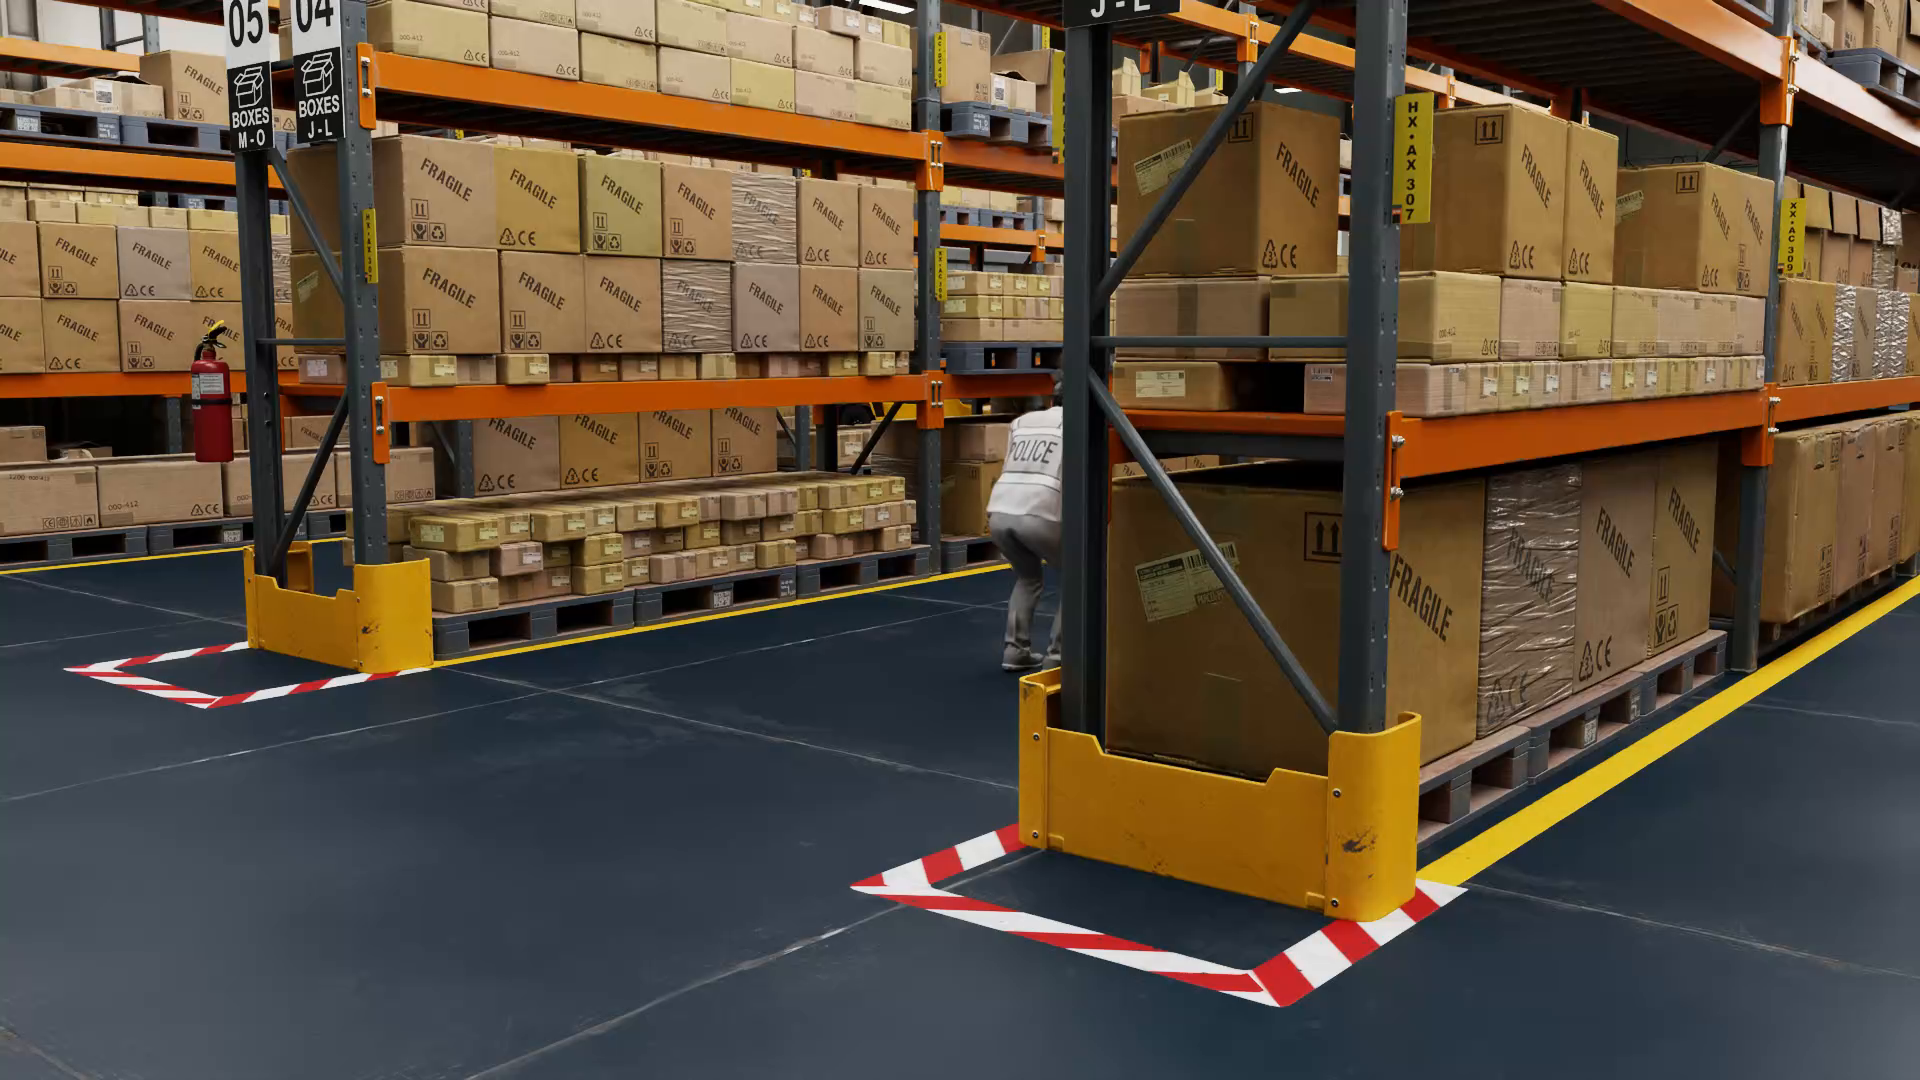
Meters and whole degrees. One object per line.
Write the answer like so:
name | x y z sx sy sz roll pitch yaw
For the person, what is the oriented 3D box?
person | 0.399 -0.080 7.668 0.535 1.375 0.709 5 9 39
